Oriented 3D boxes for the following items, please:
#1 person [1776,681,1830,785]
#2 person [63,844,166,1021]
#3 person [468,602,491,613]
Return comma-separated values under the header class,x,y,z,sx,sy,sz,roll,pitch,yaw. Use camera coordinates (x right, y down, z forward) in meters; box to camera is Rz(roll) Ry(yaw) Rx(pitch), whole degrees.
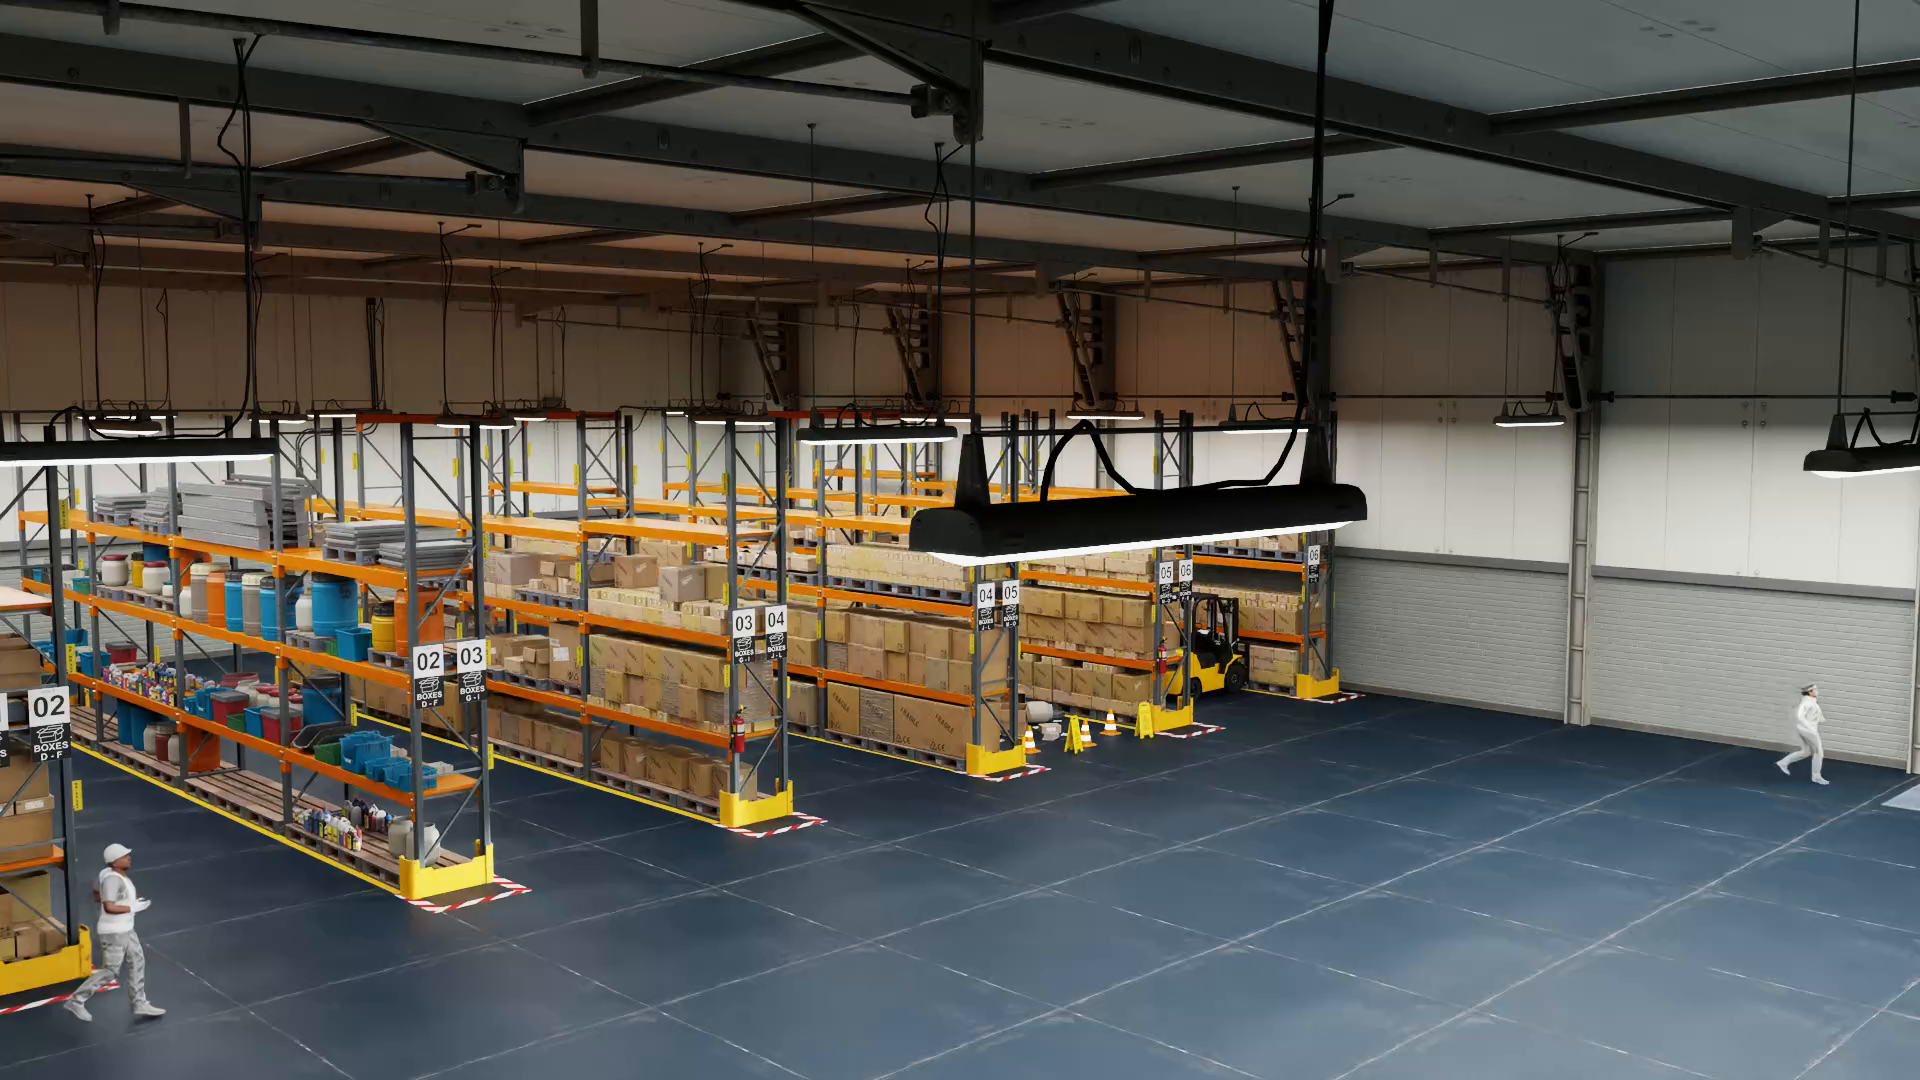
class,x,y,z,sx,sy,sz,roll,pitch,yaw
person,13.838,3.136,27.209,0.789,1.703,0.608,1,5,17
person,-8.588,3.978,16.864,0.908,1.793,0.689,-2,5,-21
person,-11.707,2.011,39.876,0.744,1.791,0.741,3,6,29
